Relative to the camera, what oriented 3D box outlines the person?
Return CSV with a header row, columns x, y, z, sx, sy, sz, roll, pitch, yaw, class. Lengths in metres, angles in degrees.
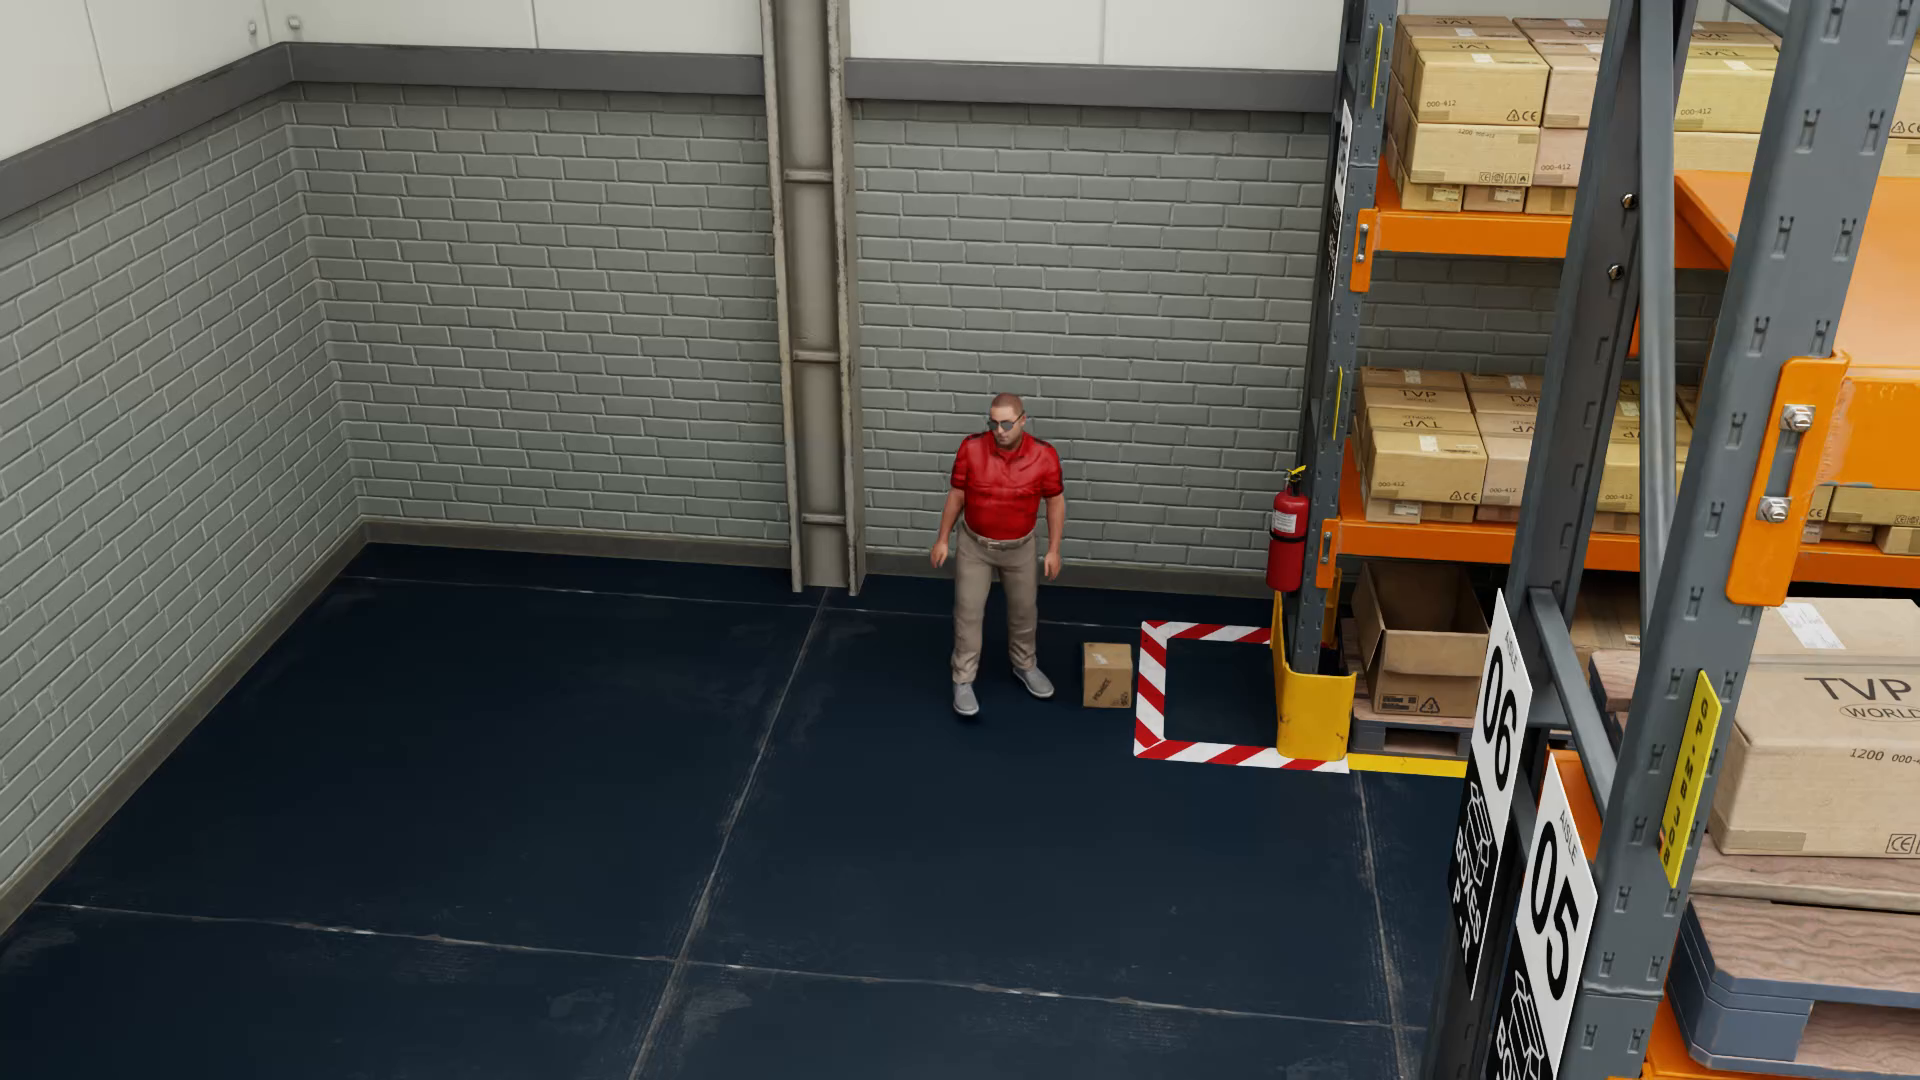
x,y,z,sx,sy,sz,roll,pitch,yaw,class
0.187,0.069,8.458,0.682,1.731,0.531,1,28,1,person
